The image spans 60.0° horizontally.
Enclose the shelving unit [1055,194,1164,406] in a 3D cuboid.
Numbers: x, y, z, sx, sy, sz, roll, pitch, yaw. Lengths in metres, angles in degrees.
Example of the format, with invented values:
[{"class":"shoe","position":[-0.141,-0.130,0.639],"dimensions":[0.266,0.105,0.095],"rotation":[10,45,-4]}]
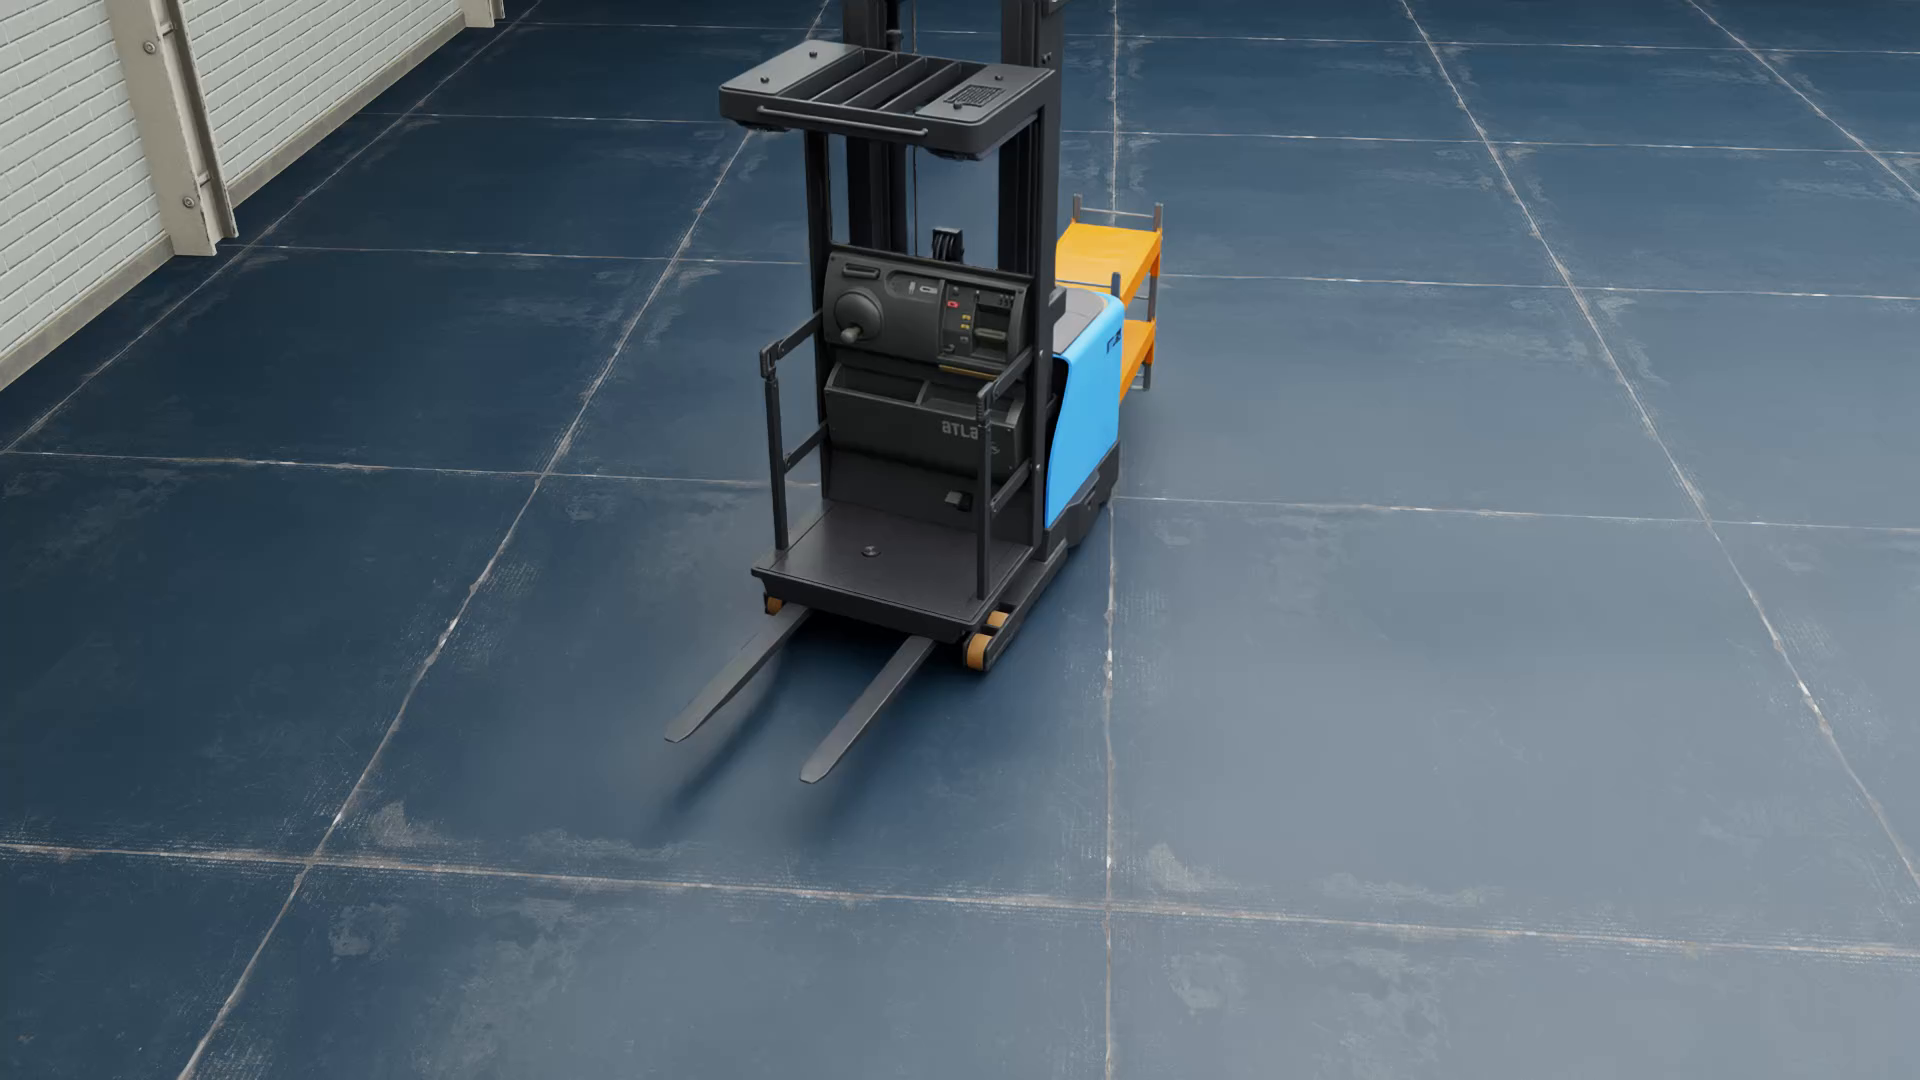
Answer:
[{"class":"shelving unit","position":[0.715,-1.138,9.025],"dimensions":[0.538,1.125,1.048],"rotation":[10,33,15]}]

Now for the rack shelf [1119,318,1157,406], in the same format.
[{"class":"rack shelf","position":[0.715,-0.930,9.153],"dimensions":[0.538,0.278,1.000],"rotation":[10,33,15]}]

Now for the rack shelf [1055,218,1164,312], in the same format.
[{"class":"rack shelf","position":[0.715,-1.387,8.871],"dimensions":[0.538,0.278,1.000],"rotation":[10,33,15]}]

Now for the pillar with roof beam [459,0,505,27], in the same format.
[{"class":"pillar with roof beam","position":[-0.485,-8.845,14.026],"dimensions":[9.100,9.000,0.400],"rotation":[2,32,4]}]

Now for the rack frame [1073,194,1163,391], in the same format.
[{"class":"rack frame","position":[0.869,-1.392,9.437],"dimensions":[0.500,1.125,0.032],"rotation":[10,33,15]}]

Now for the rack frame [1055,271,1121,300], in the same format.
[{"class":"rack frame","position":[0.560,-0.884,8.613],"dimensions":[0.500,1.125,0.032],"rotation":[10,33,15]}]

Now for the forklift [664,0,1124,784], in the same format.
[{"class":"forklift","position":[-0.244,-0.928,6.963],"dimensions":[1.130,2.935,3.031],"rotation":[13,34,20]}]

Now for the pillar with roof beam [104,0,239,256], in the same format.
[{"class":"pillar with roof beam","position":[-0.973,-5.708,8.935],"dimensions":[9.100,9.000,0.400],"rotation":[2,32,4]}]
